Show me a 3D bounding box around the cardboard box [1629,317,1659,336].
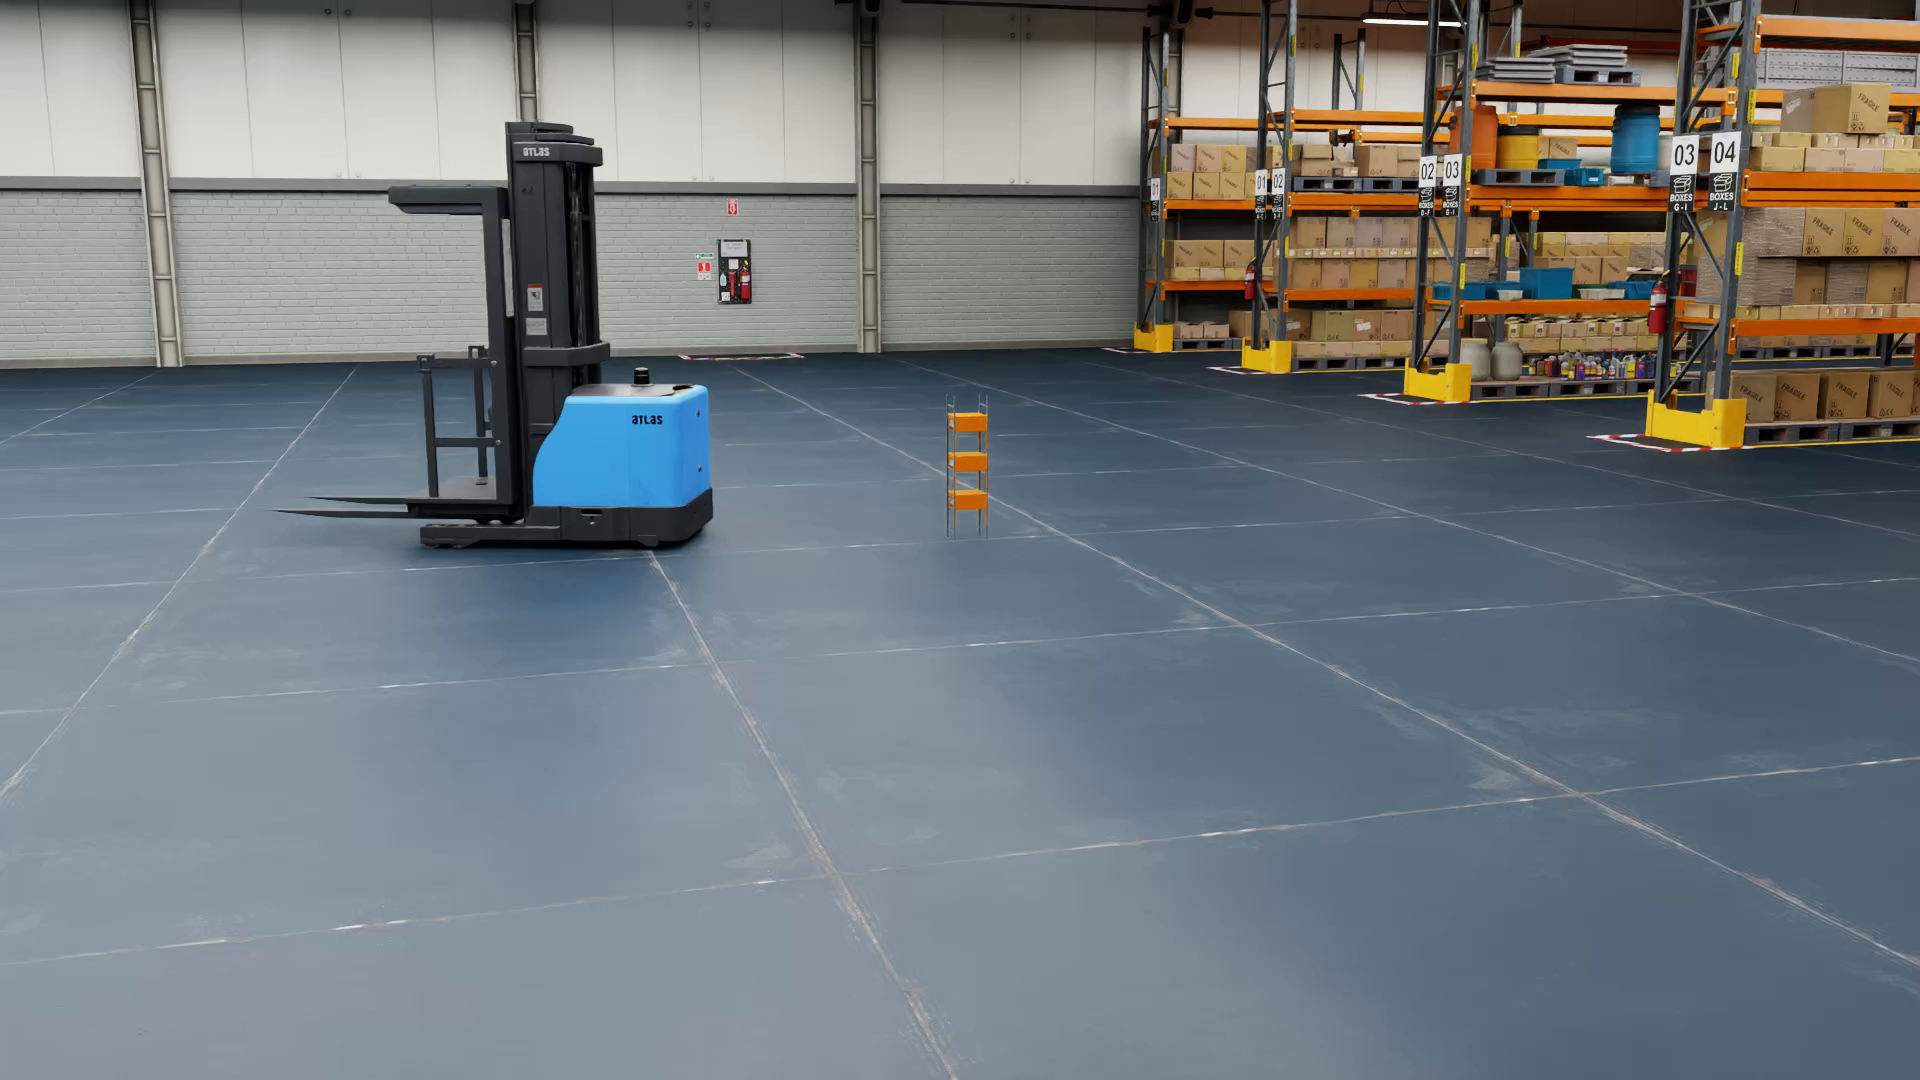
[{"bbox_3d":[11.763,-3.694,28.715,0.500,0.311,0.500,-3,11,-17],"label":"cardboard box"}]

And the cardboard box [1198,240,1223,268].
[{"bbox_3d":[4.645,-5.417,31.475,0.500,0.500,0.500,-3,11,-16],"label":"cardboard box"}]

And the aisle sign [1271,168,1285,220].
[{"bbox_3d":[5.036,-5.478,26.338,0.004,0.787,0.394,-3,11,-16],"label":"aisle sign"}]

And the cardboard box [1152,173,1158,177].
[{"bbox_3d":[3.955,-6.716,31.629,0.500,0.500,0.500,-2,11,-12],"label":"cardboard box"}]

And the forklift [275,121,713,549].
[{"bbox_3d":[-3.400,-1.476,11.966,3.031,2.935,1.130,1,10,4],"label":"forklift"}]

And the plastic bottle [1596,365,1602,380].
[{"bbox_3d":[8.743,-2.300,22.769,0.097,0.201,0.097,0,10,0],"label":"plastic bottle"}]

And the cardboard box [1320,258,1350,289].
[{"bbox_3d":[5.968,-4.354,27.137,0.500,0.500,0.700,-3,11,-14],"label":"cardboard box"}]

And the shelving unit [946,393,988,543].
[{"bbox_3d":[0.051,-0.519,11.966,0.252,1.050,0.215,-3,11,-16],"label":"shelving unit"}]

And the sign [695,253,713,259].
[{"bbox_3d":[-4.641,-5.148,30.161,0.331,0.109,0.001,-3,11,-16],"label":"sign"}]

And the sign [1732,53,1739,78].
[{"bbox_3d":[10.378,-6.349,22.255,0.005,0.325,0.100,-3,11,-16],"label":"sign"}]

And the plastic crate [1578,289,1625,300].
[{"bbox_3d":[8.747,-3.341,22.640,0.437,0.136,0.530,-3,11,-16],"label":"plastic crate"}]

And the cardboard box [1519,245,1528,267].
[{"bbox_3d":[11.686,-5.797,34.098,0.500,0.500,0.500,-3,11,-16],"label":"cardboard box"}]

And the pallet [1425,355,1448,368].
[{"bbox_3d":[8.079,-3.054,28.054,1.213,0.211,1.003,-3,11,-16],"label":"pallet"}]

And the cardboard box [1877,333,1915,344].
[{"bbox_3d":[16.999,-3.741,30.294,0.500,0.311,0.500,-3,11,-16],"label":"cardboard box"}]

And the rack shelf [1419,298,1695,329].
[{"bbox_3d":[8.315,-3.142,22.817,4.000,0.370,1.077,-3,11,-16],"label":"rack shelf"}]

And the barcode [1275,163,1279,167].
[{"bbox_3d":[5.168,-6.116,27.095,0.075,0.075,0.001,-3,11,-16],"label":"barcode"}]

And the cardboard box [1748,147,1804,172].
[{"bbox_3d":[8.314,-3.915,17.156,0.500,0.250,0.500,-3,11,-14],"label":"cardboard box"}]

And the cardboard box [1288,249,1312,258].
[{"bbox_3d":[5.450,-4.607,26.718,0.250,0.149,0.380,-3,11,-16],"label":"cardboard box"}]

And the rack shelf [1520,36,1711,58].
[{"bbox_3d":[13.227,-9.854,33.527,4.000,0.370,1.077,-3,11,-16],"label":"rack shelf"}]

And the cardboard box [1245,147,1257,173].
[{"bbox_3d":[5.452,-7.285,31.956,0.500,0.500,0.500,-3,11,-16],"label":"cardboard box"}]

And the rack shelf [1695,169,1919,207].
[{"bbox_3d":[9.699,-3.756,17.869,4.000,0.370,1.077,-3,11,-16],"label":"rack shelf"}]

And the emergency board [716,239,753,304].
[{"bbox_3d":[-4.089,-4.881,30.274,0.643,1.169,0.194,-3,11,-16],"label":"emergency board"}]

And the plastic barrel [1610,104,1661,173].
[{"bbox_3d":[9.249,-5.494,22.775,0.708,0.901,0.600,-3,11,-16],"label":"plastic barrel"}]

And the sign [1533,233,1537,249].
[{"bbox_3d":[11.467,-5.959,33.149,0.005,0.325,0.100,-3,11,-16],"label":"sign"}]

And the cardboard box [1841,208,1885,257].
[{"bbox_3d":[9.345,-3.251,17.562,0.500,0.500,0.500,-3,11,-16],"label":"cardboard box"}]

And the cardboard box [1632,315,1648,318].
[{"bbox_3d":[12.110,-3.816,29.373,0.500,0.311,0.500,-3,11,-14],"label":"cardboard box"}]

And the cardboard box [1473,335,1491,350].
[{"bbox_3d":[9.171,-3.384,28.579,0.500,0.250,0.500,-3,11,-16],"label":"cardboard box"}]

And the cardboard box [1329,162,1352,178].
[{"bbox_3d":[6.045,-6.037,27.138,0.500,0.250,0.500,-3,11,-16],"label":"cardboard box"}]

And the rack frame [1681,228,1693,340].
[{"bbox_3d":[15.147,-5.724,34.856,0.127,3.000,1.000,-3,11,-16],"label":"rack frame"}]

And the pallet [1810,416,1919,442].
[{"bbox_3d":[9.811,-1.262,18.321,1.213,0.211,1.003,-3,11,-16],"label":"pallet"}]

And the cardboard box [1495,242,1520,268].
[{"bbox_3d":[10.858,-5.762,33.569,0.500,0.500,0.700,-4,11,-23],"label":"cardboard box"}]

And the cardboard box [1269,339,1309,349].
[{"bbox_3d":[5.446,-3.189,27.518,0.500,0.250,0.500,-3,11,-16],"label":"cardboard box"}]

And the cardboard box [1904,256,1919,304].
[{"bbox_3d":[10.228,-2.858,18.187,0.500,0.500,0.875,-3,11,-16],"label":"cardboard box"}]

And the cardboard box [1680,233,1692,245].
[{"bbox_3d":[14.770,-6.230,34.380,0.500,0.250,0.500,-3,11,-15],"label":"cardboard box"}]

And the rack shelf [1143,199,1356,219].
[{"bbox_3d":[5.546,-6.340,31.901,4.000,0.370,1.077,-3,11,-16],"label":"rack shelf"}]

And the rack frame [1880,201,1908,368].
[{"bbox_3d":[14.076,-3.800,24.402,0.127,3.000,1.000,-3,11,-16],"label":"rack frame"}]

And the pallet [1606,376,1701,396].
[{"bbox_3d":[9.579,-2.199,23.409,1.213,0.211,1.003,-3,11,-16],"label":"pallet"}]

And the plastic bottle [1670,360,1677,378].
[{"bbox_3d":[9.865,-2.396,23.064,0.133,0.283,0.061,-2,11,-13],"label":"plastic bottle"}]

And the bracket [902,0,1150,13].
[{"bbox_3d":[1.266,-9.810,30.535,4.783,0.066,0.076,-3,11,-16],"label":"bracket"}]

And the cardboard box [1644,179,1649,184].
[{"bbox_3d":[11.777,-6.207,28.445,0.500,0.250,0.500,-3,11,-14],"label":"cardboard box"}]

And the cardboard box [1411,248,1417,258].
[{"bbox_3d":[7.433,-4.712,27.288,0.250,0.149,0.380,-3,11,-14],"label":"cardboard box"}]

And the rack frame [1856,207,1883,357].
[{"bbox_3d":[16.535,-4.863,30.179,0.127,3.000,1.000,-3,11,-16],"label":"rack frame"}]

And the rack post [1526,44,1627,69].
[{"bbox_3d":[8.246,-6.412,22.228,0.954,0.300,0.937,-3,11,-17],"label":"rack post"}]

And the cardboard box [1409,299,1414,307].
[{"bbox_3d":[9.088,-4.765,33.265,0.500,0.250,0.500,-3,11,-18],"label":"cardboard box"}]

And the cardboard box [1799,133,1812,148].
[{"bbox_3d":[8.592,-4.136,17.254,0.250,0.149,0.380,-3,11,-17],"label":"cardboard box"}]

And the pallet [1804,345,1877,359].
[{"bbox_3d":[15.765,-3.444,30.173,1.213,0.211,1.003,-3,11,-16],"label":"pallet"}]

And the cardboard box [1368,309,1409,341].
[{"bbox_3d":[7.032,-3.543,27.371,0.500,0.500,0.500,-3,11,-16],"label":"cardboard box"}]

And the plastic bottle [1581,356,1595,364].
[{"bbox_3d":[8.820,-2.450,23.377,0.135,0.276,0.152,-3,11,-16],"label":"plastic bottle"}]

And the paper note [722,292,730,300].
[{"bbox_3d":[-4.278,-4.451,30.370,0.142,0.148,0.016,-3,11,-16],"label":"paper note"}]

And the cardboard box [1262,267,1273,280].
[{"bbox_3d":[5.654,-5.101,31.831,0.500,0.250,0.500,-3,11,-15],"label":"cardboard box"}]

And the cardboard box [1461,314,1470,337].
[{"bbox_3d":[8.321,-3.713,28.292,0.500,0.500,0.500,-3,11,-16],"label":"cardboard box"}]

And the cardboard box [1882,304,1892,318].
[{"bbox_3d":[9.789,-2.478,17.916,0.250,0.149,0.380,-3,11,-16],"label":"cardboard box"}]

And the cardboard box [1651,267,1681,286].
[{"bbox_3d":[12.333,-4.606,29.029,0.500,0.311,0.500,-2,11,-12],"label":"cardboard box"}]

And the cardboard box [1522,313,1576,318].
[{"bbox_3d":[12.049,-4.686,33.991,0.750,0.750,0.750,-3,11,-17],"label":"cardboard box"}]

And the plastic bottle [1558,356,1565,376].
[{"bbox_3d":[8.418,-2.456,23.410,0.135,0.276,0.152,-3,11,-18],"label":"plastic bottle"}]

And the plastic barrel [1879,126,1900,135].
[{"bbox_3d":[13.226,-5.518,24.064,0.600,0.901,0.600,0,10,0],"label":"plastic barrel"}]
